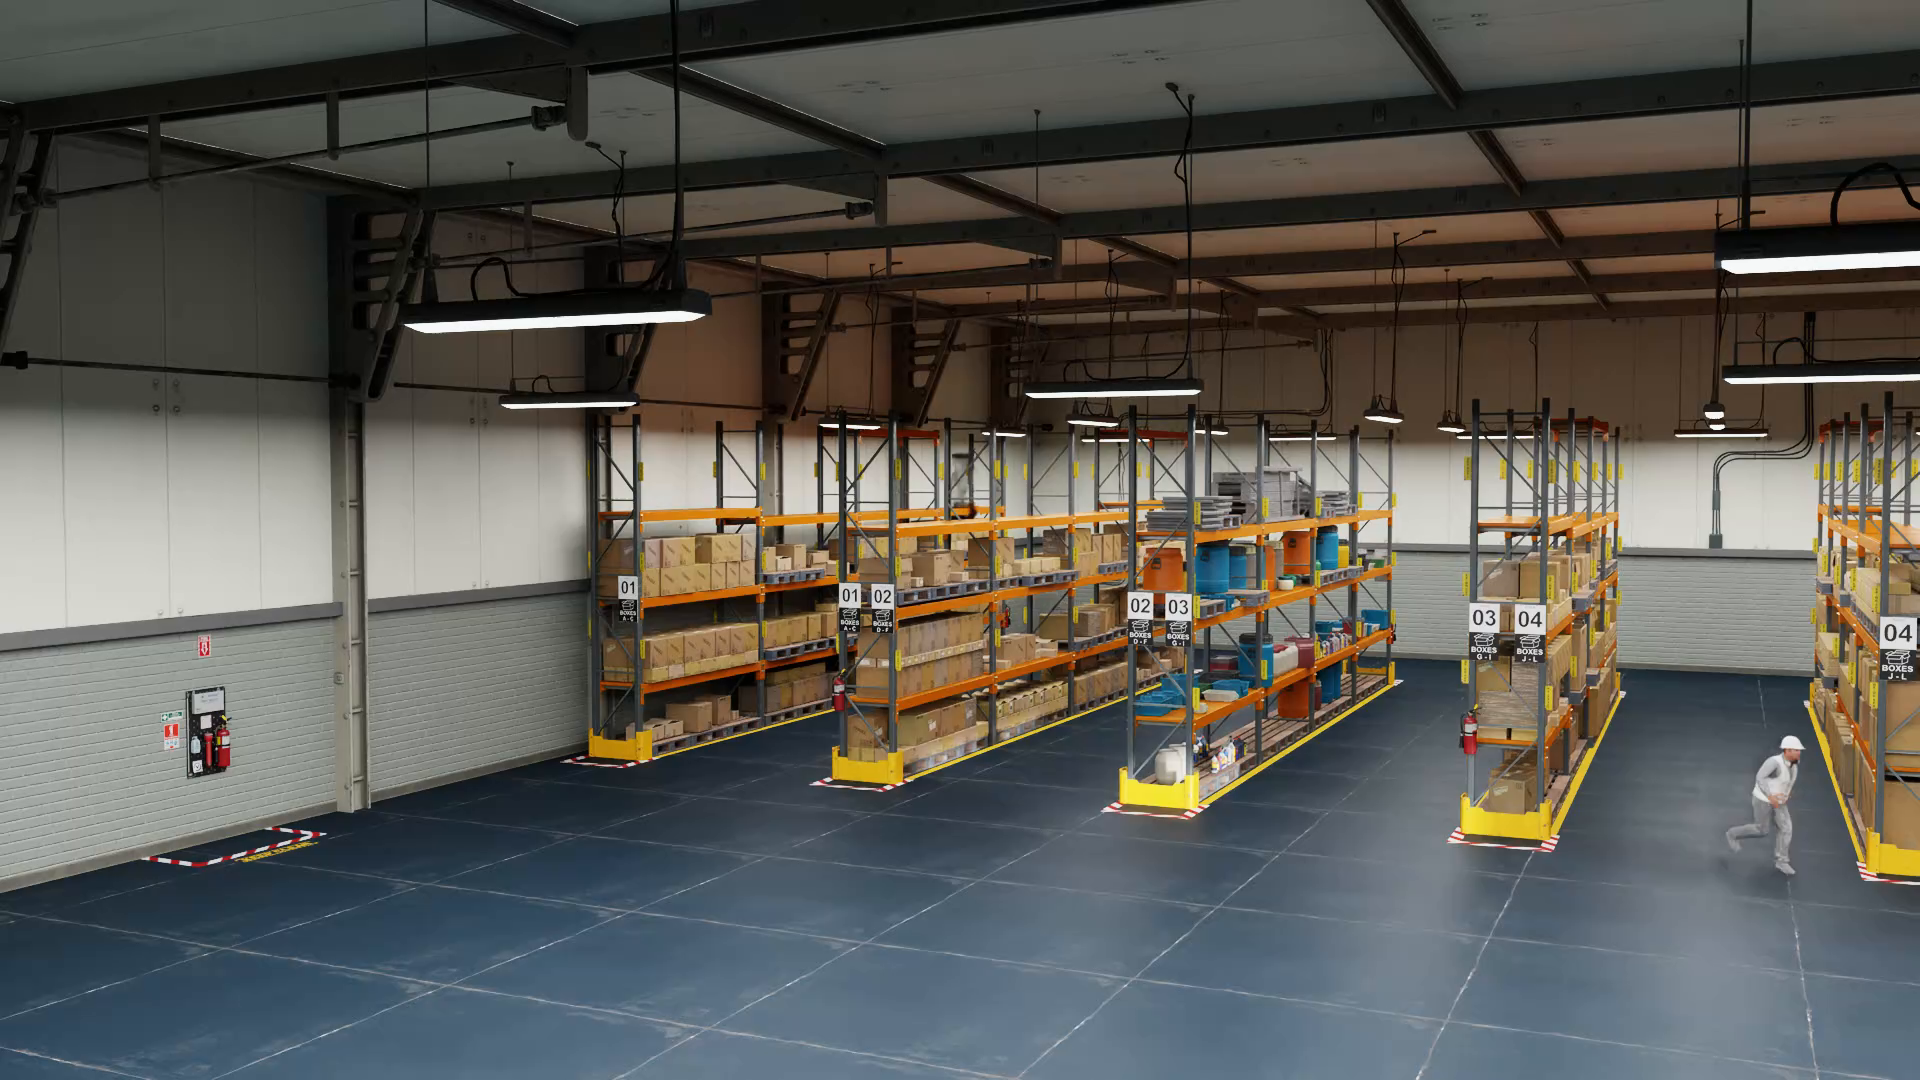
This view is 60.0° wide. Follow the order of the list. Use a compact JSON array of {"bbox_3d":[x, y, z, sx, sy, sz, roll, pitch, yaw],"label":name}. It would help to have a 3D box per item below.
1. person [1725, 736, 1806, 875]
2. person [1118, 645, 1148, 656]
[{"bbox_3d":[10.201,3.303,21.054,0.677,1.729,1.002,-2,3,-36],"label":"person"},{"bbox_3d":[4.525,2.423,43.050,0.943,1.730,0.676,1,3,26],"label":"person"}]
